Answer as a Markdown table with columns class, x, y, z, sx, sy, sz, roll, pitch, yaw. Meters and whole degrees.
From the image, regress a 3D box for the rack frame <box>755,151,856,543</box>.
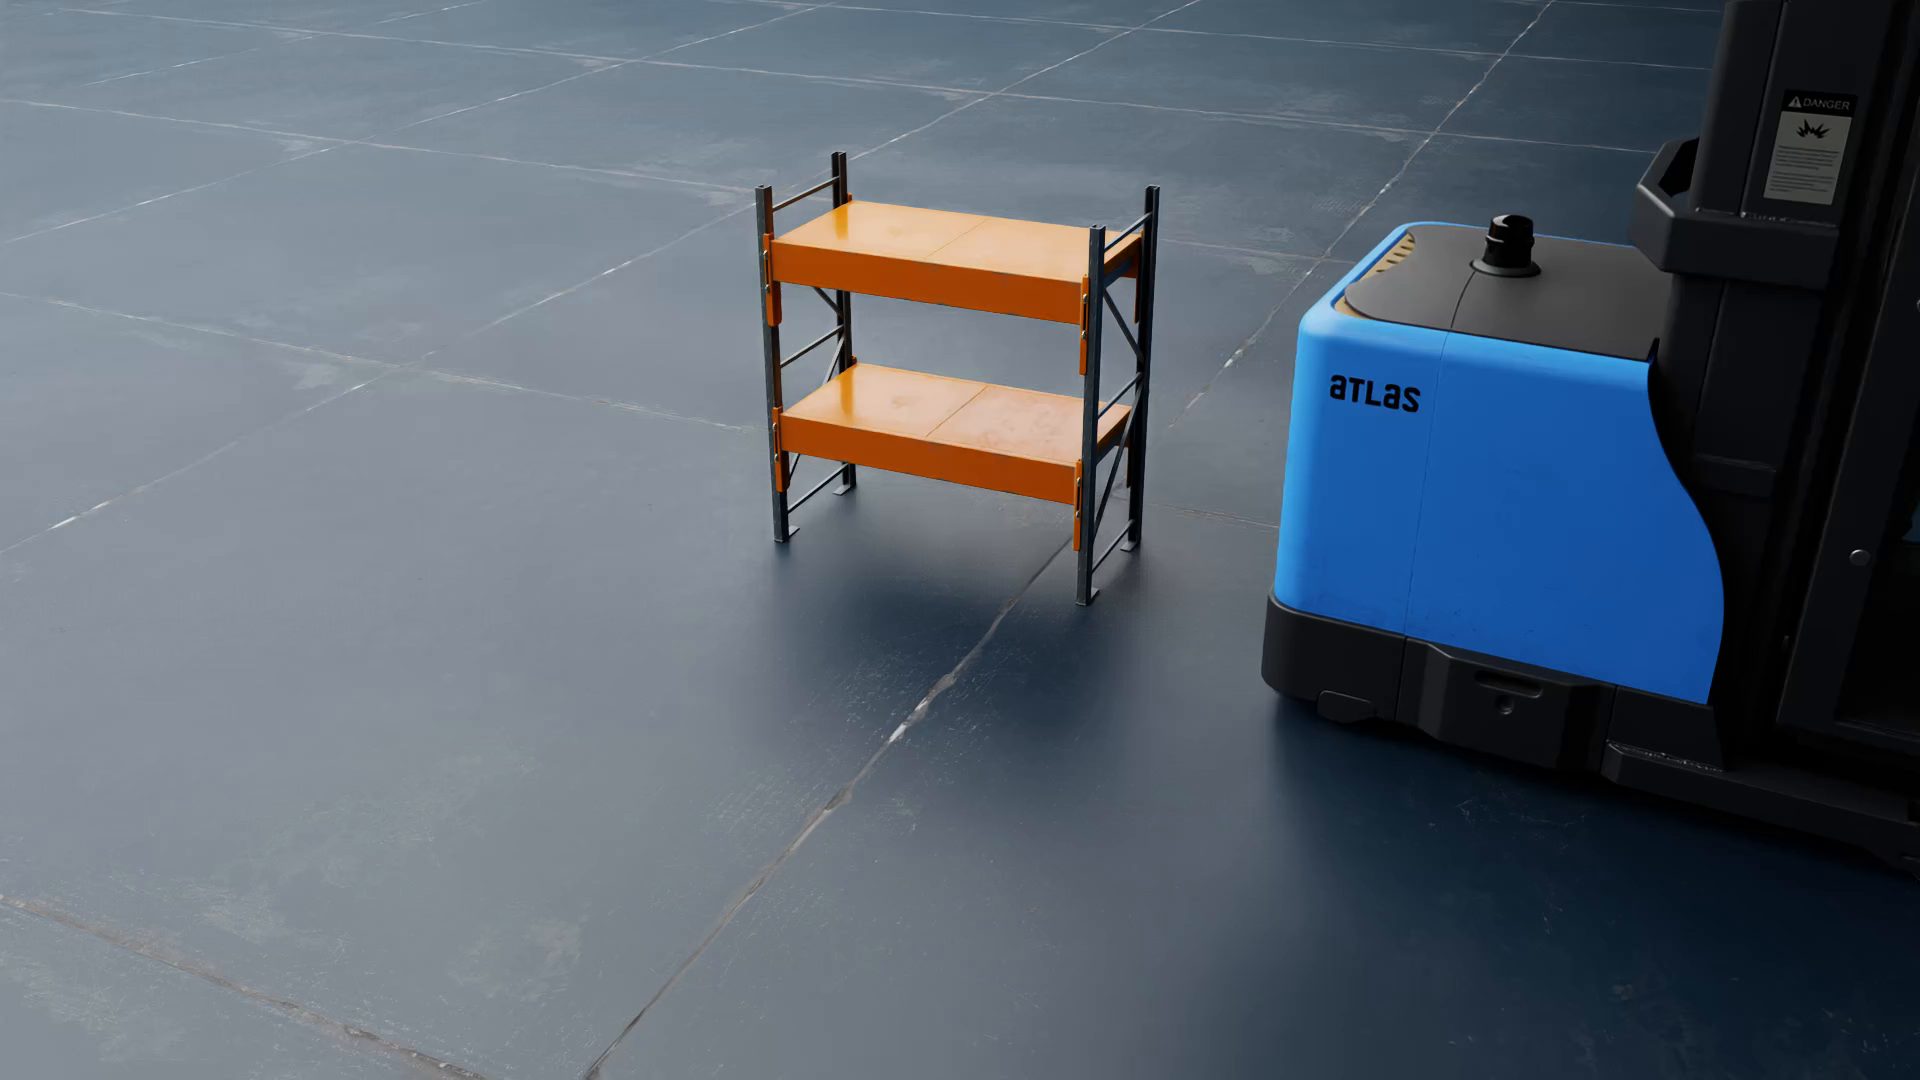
| class | x | y | z | sx | sy | sz | roll | pitch | yaw |
| --- | --- | --- | --- | --- | --- | --- | --- | --- | --- |
| rack frame | -0.469 | -0.599 | 5.193 | 0.032 | 1.125 | 0.500 | 11 | 28 | 22 |

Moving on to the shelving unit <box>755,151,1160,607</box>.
| class | x | y | z | sx | sy | sz | roll | pitch | yaw |
| --- | --- | --- | --- | --- | --- | --- | --- | --- | --- |
| shelving unit | -0.006 | -0.506 | 5.004 | 1.048 | 1.125 | 0.538 | 11 | 28 | 22 |

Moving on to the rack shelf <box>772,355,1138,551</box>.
| class | x | y | z | sx | sy | sz | roll | pitch | yaw |
| --- | --- | --- | --- | --- | --- | --- | --- | --- | --- |
| rack shelf | -0.006 | -0.287 | 5.112 | 1.000 | 0.278 | 0.538 | 11 | 28 | 22 |

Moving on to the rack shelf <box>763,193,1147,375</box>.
| class | x | y | z | sx | sy | sz | roll | pitch | yaw |
| --- | --- | --- | --- | --- | --- | --- | --- | --- | --- |
| rack shelf | -0.006 | -0.768 | 4.875 | 1.000 | 0.278 | 0.538 | 11 | 28 | 22 |

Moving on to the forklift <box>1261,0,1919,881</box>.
| class | x | y | z | sx | sy | sz | roll | pitch | yaw |
| --- | --- | --- | --- | --- | --- | --- | --- | --- | --- |
| forklift | 2.337 | -0.766 | 3.488 | 3.031 | 2.935 | 1.130 | 13 | 29 | 25 |

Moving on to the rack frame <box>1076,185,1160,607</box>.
| class | x | y | z | sx | sy | sz | roll | pitch | yaw |
| --- | --- | --- | --- | --- | --- | --- | --- | --- | --- |
| rack frame | 0.457 | -0.413 | 4.815 | 0.032 | 1.125 | 0.500 | 11 | 28 | 22 |
